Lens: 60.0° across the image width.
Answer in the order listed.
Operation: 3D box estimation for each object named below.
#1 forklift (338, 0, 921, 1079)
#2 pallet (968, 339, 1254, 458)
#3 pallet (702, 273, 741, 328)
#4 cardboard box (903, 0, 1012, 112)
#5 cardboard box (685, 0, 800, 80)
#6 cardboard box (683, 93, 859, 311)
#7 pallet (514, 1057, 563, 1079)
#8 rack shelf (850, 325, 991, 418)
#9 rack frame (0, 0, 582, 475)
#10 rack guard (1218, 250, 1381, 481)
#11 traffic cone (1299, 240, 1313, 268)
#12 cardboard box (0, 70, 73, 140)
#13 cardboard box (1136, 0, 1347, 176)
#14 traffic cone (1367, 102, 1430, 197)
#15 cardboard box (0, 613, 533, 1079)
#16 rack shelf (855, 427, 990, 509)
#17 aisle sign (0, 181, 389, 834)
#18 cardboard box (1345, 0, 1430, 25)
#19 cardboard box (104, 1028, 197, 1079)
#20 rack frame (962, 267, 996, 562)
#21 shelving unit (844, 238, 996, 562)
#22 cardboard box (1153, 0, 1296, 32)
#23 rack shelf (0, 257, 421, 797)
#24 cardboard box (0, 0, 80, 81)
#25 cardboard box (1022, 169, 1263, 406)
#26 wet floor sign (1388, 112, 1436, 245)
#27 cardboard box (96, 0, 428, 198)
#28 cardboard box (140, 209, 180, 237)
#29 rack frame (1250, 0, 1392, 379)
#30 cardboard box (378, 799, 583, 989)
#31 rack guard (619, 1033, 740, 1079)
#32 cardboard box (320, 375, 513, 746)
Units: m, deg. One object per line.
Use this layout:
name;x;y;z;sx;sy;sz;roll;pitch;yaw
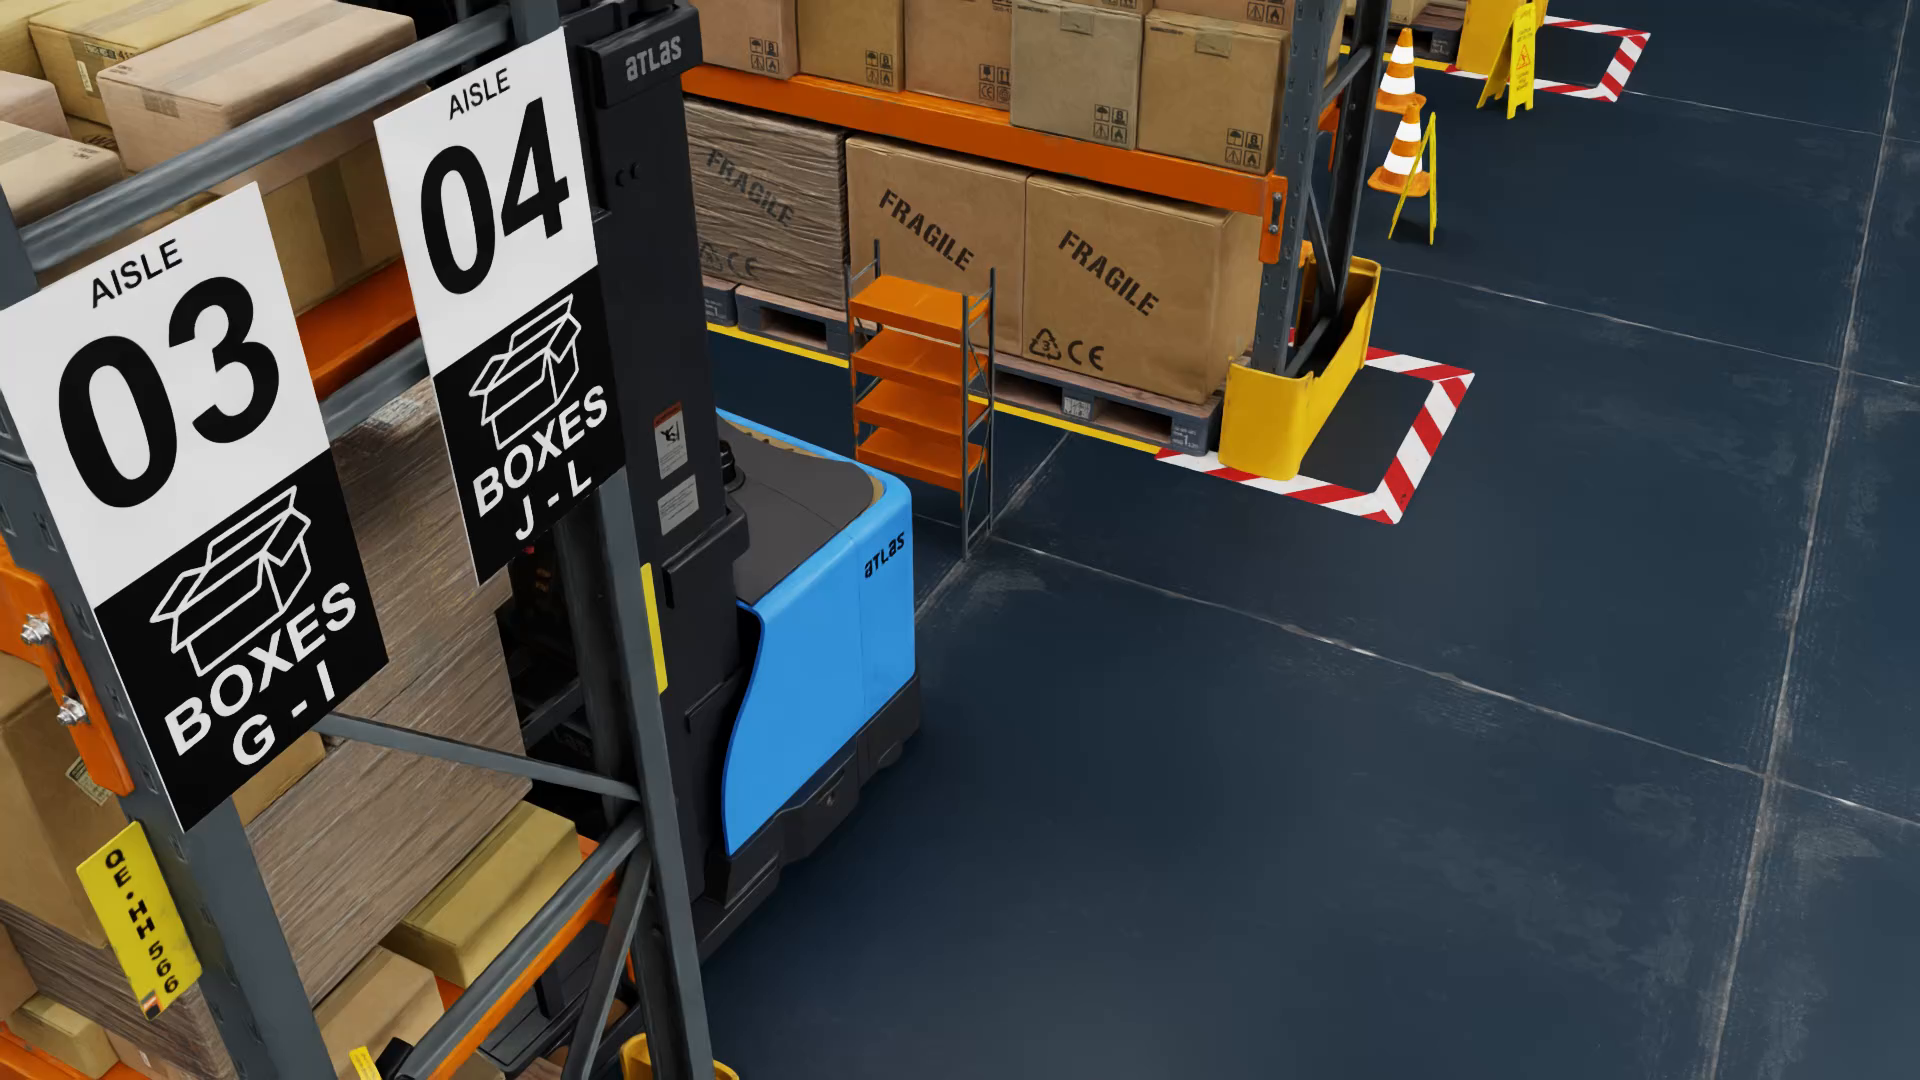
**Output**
forklift;-1.366;0.089;4.208;1.130;2.935;3.031;22;42;26
pallet;0.749;-0.870;7.722;1.213;0.211;1.003;17;41;21
pallet;-1.418;-1.548;8.615;1.213;0.211;1.003;17;41;21
cardboard box;0.207;-2.303;7.179;0.550;0.550;0.875;17;41;21
cardboard box;-0.800;-2.522;7.467;0.550;0.550;0.875;17;41;21
cardboard box;-0.729;-1.772;8.014;0.875;0.875;0.875;18;41;22
pallet;-1.649;1.679;4.363;1.213;0.211;1.003;17;41;21
rack shelf;-0.147;-0.649;6.353;0.480;0.148;0.258;17;41;21
rack frame;-0.876;-1.555;1.356;0.127;3.000;1.000;17;41;21
rack guard;1.516;-0.798;7.388;0.348;0.500;1.175;17;41;21
traffic cone;1.676;-1.700;8.607;0.334;0.463;0.336;17;41;21
cardboard box;-1.443;-0.504;2.247;0.250;0.149;0.380;16;40;20
cardboard box;1.145;-1.939;6.699;0.550;0.550;0.875;17;41;21
traffic cone;2.498;-2.212;9.281;0.334;0.463;0.336;17;41;21
cardboard box;-1.352;0.509;3.270;0.500;0.500;0.875;17;41;21
rack shelf;-0.147;-0.312;6.609;0.480;0.148;0.258;17;41;21
aisle sign;-0.959;-0.023;2.149;0.004;0.787;0.394;17;41;21
cardboard box;2.819;-3.645;10.998;0.500;0.250;0.500;17;40;21
cardboard box;-1.446;0.896;3.296;0.250;0.149;0.380;17;41;21
rack frame;0.070;-0.456;6.358;0.015;1.200;0.240;17;41;21
shelving unit;-0.147;-0.524;6.448;0.503;1.200;0.258;17;41;21
cardboard box;1.183;-2.414;6.432;0.550;0.550;0.875;17;41;21
rack shelf;-2.652;-0.630;3.213;4.000;0.370;1.077;17;41;21
cardboard box;-1.481;-0.788;2.621;0.250;0.149;0.380;17;40;21
cardboard box;0.862;-1.274;7.358;0.875;0.875;0.875;18;41;22
wet floor sign;2.431;-1.918;8.742;0.232;0.644;0.267;11;38;14
cardboard box;-1.014;-0.660;2.452;0.250;0.149;0.380;17;40;21
cardboard box;-1.421;-0.298;2.305;0.500;0.250;0.500;18;41;23
rack frame;1.495;-1.800;6.641;0.127;3.000;1.000;17;41;21
cardboard box;-1.019;0.727;3.519;0.250;0.149;0.380;17;41;21
rack guard;-0.943;1.809;3.953;0.348;0.500;1.175;17;41;21
cardboard box;-1.239;-0.021;3.141;0.500;0.500;0.500;17;41;21
